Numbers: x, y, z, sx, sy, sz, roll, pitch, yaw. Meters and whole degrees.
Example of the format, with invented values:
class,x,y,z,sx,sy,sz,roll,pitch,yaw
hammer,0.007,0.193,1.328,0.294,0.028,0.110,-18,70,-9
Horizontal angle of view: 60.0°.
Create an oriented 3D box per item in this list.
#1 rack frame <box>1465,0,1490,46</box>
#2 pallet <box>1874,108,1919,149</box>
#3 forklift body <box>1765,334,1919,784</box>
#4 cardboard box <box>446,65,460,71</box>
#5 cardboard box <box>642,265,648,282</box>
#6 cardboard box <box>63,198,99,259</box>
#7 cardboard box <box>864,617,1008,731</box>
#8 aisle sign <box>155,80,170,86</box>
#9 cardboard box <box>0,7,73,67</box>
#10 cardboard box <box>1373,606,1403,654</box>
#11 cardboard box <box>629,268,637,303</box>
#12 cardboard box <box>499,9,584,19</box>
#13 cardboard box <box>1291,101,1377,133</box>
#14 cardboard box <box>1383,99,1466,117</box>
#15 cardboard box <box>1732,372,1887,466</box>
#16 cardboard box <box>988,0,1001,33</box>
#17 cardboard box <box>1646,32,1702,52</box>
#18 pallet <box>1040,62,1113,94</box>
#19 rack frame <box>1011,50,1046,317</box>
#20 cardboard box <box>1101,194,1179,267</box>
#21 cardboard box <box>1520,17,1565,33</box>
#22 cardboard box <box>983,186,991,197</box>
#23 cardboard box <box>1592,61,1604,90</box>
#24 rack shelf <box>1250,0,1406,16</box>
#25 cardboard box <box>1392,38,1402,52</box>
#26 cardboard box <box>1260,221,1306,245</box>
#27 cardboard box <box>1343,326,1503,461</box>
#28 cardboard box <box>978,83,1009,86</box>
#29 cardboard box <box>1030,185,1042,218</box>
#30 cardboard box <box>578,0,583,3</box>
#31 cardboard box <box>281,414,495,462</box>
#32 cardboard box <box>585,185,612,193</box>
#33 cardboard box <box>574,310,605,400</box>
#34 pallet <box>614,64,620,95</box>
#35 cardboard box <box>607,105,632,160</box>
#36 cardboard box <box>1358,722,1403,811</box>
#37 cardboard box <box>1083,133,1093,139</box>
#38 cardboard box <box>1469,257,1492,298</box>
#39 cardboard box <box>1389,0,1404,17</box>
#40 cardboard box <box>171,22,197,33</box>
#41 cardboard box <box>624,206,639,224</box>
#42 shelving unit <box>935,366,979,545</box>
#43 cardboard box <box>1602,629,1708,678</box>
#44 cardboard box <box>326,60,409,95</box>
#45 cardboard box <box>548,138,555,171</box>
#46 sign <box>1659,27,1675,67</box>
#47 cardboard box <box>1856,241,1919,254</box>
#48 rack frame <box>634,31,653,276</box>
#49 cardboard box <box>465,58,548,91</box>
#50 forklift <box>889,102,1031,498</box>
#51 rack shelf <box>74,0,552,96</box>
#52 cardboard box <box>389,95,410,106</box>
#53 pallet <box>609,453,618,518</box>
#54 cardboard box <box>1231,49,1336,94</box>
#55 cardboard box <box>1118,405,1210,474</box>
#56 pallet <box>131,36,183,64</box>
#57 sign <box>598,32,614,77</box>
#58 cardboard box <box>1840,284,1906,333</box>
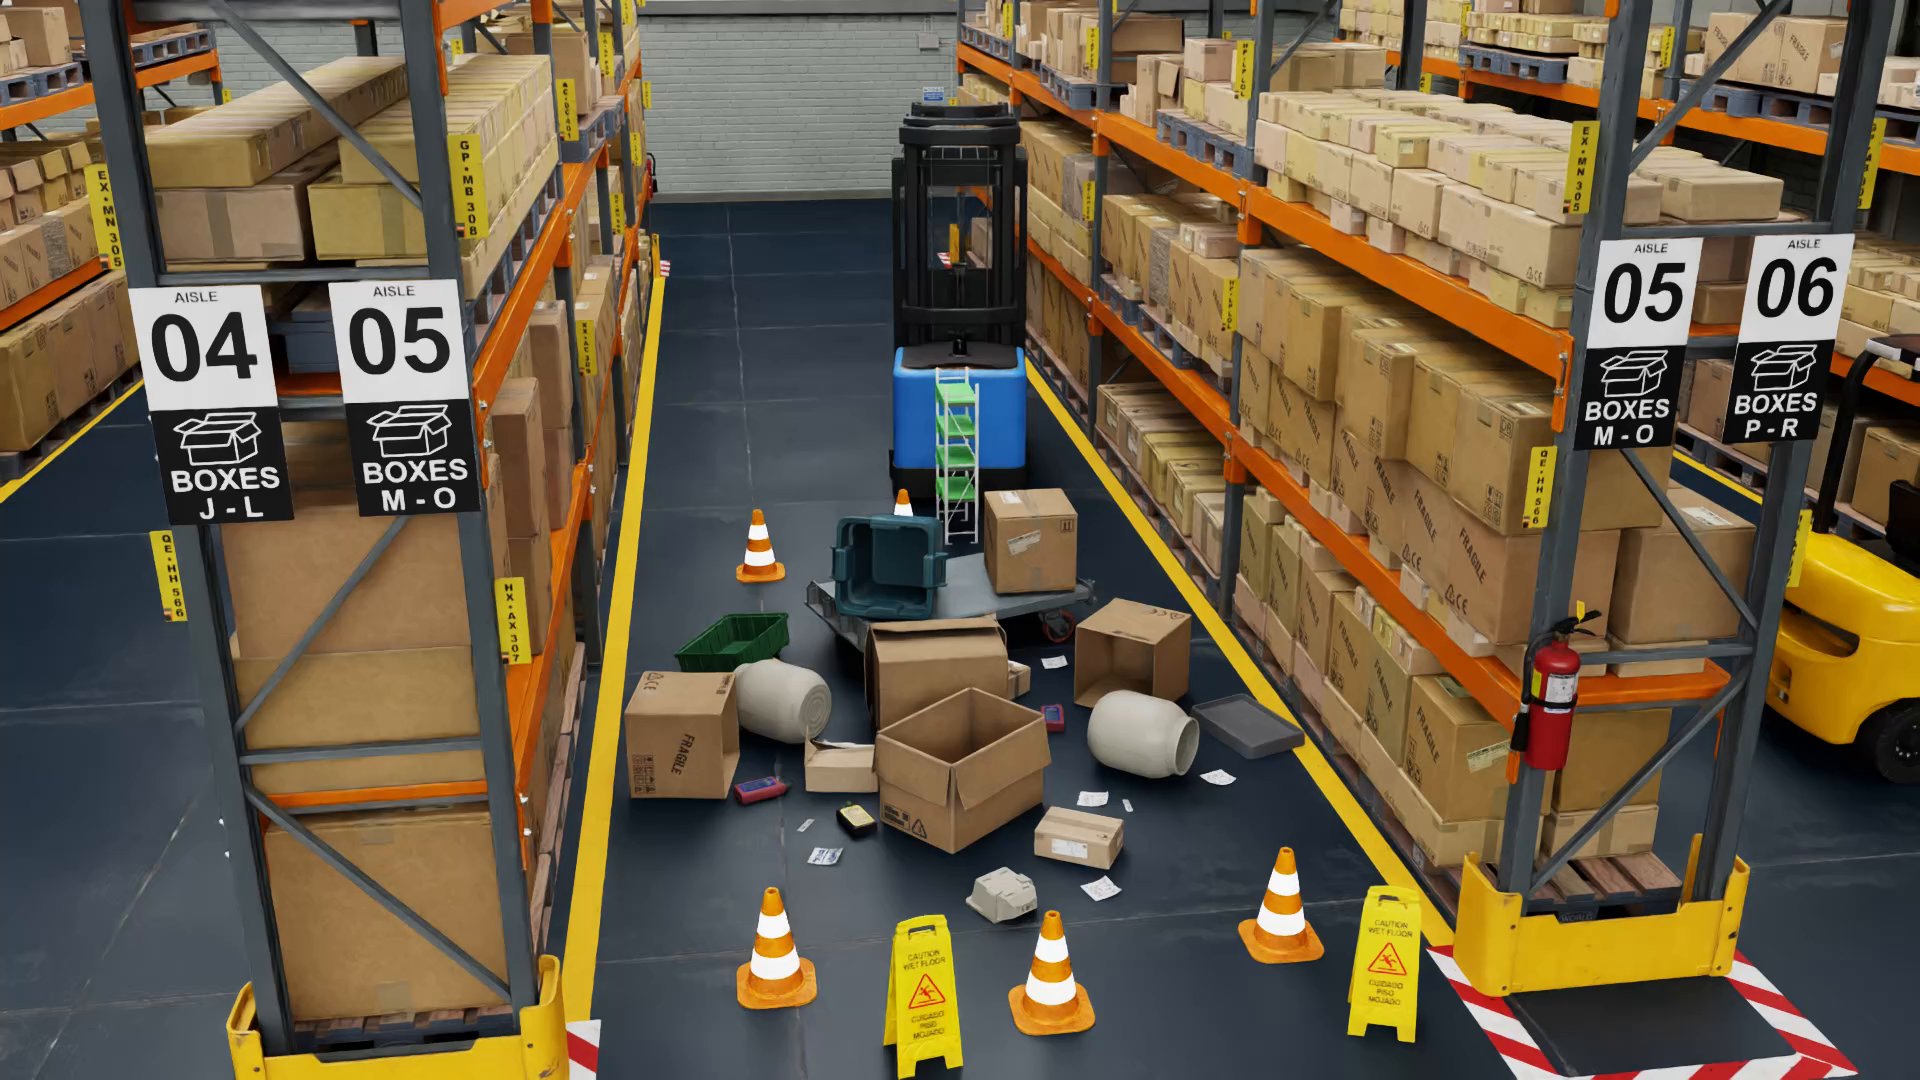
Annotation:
class,x,y,z,sx,sy,sz,roll,pitch,yaw
rack frame,5.951,-6.749,17.424,1.000,3.000,0.127,-3,21,-8
pallet,6.964,-2.789,11.382,0.805,0.209,1.217,-4,21,-10
forklift body,5.602,0.050,9.009,2.313,2.155,1.214,-3,21,-8
cardboard box,-3.234,-3.011,11.088,0.500,0.311,0.500,-3,21,-9
cardboard box,-3.812,-3.077,19.217,0.380,0.149,0.250,-3,21,-7
cardboard box,-8.364,-2.914,15.588,0.500,0.500,0.500,-2,21,-6
cardboard box,-0.132,0.770,9.241,0.797,0.637,0.503,-3,21,-8
aisle sign,-9.650,-5.799,19.741,0.394,0.787,0.004,-3,21,-8
cardboard box,-8.673,-4.635,15.309,0.700,0.500,0.500,-2,21,-6
cardboard box,2.244,0.429,8.110,0.380,0.149,0.250,-3,21,-7
cardboard box,-3.486,-2.534,16.614,0.500,0.250,0.500,-3,21,-9
cardboard box,-3.751,-4.511,14.971,0.797,0.503,0.637,-3,21,-8
cardboard box,2.011,-2.272,8.944,0.380,0.149,0.250,-4,21,-10
cardboard box,2.517,-2.298,9.015,0.380,0.149,0.250,-2,21,-6
cardboard box,6.803,-0.962,13.298,0.875,0.625,0.625,-4,21,-10
cardboard box,0.605,-6.062,18.985,0.500,0.500,0.500,-3,21,-7
cardboard box,6.186,-4.318,14.424,0.380,0.149,0.250,-2,21,-6
pallet,1.307,-4.226,15.226,1.003,0.211,1.213,-2,21,-5
rack frame,1.040,-3.687,17.800,1.000,3.000,0.127,-3,21,-8
cardboard box,1.452,-2.517,13.500,0.500,0.500,0.500,-4,21,-9
cardboard box,5.822,-5.131,16.571,0.380,0.149,0.250,-3,21,-7
cardboard box,0.554,-4.232,19.118,0.500,0.500,0.500,-3,21,-9
cardboard box,6.140,-4.228,15.175,0.500,0.250,0.500,-3,21,-8
rack shelf,1.905,-3.895,11.384,1.077,0.370,4.000,-3,21,-8
cardboard box,5.356,-5.867,19.709,0.380,0.149,0.250,-2,21,-7
cardboard box,2.217,-2.155,11.604,0.380,0.149,0.250,-2,21,-5
cardboard box,2.239,-0.699,7.804,0.700,0.500,0.500,-3,21,-8
cardboard box,0.413,-5.304,19.631,0.380,0.149,0.250,-3,21,-7
cardboard box,0.974,-3.329,16.341,0.500,0.250,0.500,-3,21,-7
cardboard box,-4.437,-6.064,18.808,0.380,0.149,0.250,-2,21,-6
cardboard box,-2.300,-0.139,6.545,0.875,0.550,0.550,-3,21,-8
cardboard box,-3.406,-3.179,15.350,0.380,0.149,0.250,-4,21,-10
cardboard box,-2.643,-1.223,11.059,0.500,0.500,0.500,-3,21,-8
pallet,-3.708,-4.141,14.998,1.213,0.211,1.003,-3,21,-8
cardboard box,-3.668,-4.225,17.244,0.500,0.500,0.500,-2,21,-6
cardboard box,2.320,1.114,8.277,0.500,0.250,0.500,-3,21,-8
cardboard box,1.488,-3.704,16.276,0.500,0.500,0.500,-2,21,-6
cardboard box,2.369,-1.107,6.965,0.380,0.149,0.250,-2,21,-6
cardboard box,5.414,-6.339,19.689,0.500,0.250,0.500,-2,21,-6
cardboard box,-9.215,-6.090,19.061,0.700,0.500,0.500,-4,21,-11
cardboard box,-3.561,-3.399,17.388,0.380,0.149,0.250,-2,21,-6
shelving unit,-0.024,-0.619,12.160,0.258,1.200,0.503,-3,21,-8
cardboard box,2.926,0.458,7.062,0.380,0.149,0.250,-3,21,-8
cardboard box,-2.937,-2.305,8.290,0.380,0.149,0.250,-3,21,-8
cardboard box,-2.285,-1.966,8.521,0.380,0.149,0.250,-3,21,-7
sign,5.991,-4.174,14.079,0.100,0.325,0.005,-3,21,-8
cardboard box,7.092,-2.182,12.701,0.380,0.149,0.250,-3,21,-7
rack frame,-4.420,-4.787,20.745,1.000,3.000,0.127,-3,21,-8
cardboard box,-2.286,-2.339,8.380,0.380,0.149,0.250,-3,21,-8
forklift,-0.002,-2.163,13.819,1.130,2.935,3.031,0,20,0
rack shelf,-2.402,-2.226,6.914,1.077,0.370,4.000,-3,21,-8
cardboard box,-2.823,-1.992,8.021,0.500,0.250,0.500,-3,21,-8
pallet,-3.228,-0.434,13.076,1.003,0.211,1.213,-3,21,-8
cardboard box,1.983,-2.877,10.244,0.500,0.250,0.500,-2,21,-7
cardboard box,1.802,-0.816,13.270,0.950,0.372,0.625,-3,21,-9
pallet,-9.047,-5.256,17.840,1.003,0.211,1.213,-3,21,-8
sign,-2.717,-3.727,12.768,0.100,0.325,0.005,-3,21,-8
cardboard box,6.699,-1.667,11.893,0.500,0.250,0.500,-3,21,-9
